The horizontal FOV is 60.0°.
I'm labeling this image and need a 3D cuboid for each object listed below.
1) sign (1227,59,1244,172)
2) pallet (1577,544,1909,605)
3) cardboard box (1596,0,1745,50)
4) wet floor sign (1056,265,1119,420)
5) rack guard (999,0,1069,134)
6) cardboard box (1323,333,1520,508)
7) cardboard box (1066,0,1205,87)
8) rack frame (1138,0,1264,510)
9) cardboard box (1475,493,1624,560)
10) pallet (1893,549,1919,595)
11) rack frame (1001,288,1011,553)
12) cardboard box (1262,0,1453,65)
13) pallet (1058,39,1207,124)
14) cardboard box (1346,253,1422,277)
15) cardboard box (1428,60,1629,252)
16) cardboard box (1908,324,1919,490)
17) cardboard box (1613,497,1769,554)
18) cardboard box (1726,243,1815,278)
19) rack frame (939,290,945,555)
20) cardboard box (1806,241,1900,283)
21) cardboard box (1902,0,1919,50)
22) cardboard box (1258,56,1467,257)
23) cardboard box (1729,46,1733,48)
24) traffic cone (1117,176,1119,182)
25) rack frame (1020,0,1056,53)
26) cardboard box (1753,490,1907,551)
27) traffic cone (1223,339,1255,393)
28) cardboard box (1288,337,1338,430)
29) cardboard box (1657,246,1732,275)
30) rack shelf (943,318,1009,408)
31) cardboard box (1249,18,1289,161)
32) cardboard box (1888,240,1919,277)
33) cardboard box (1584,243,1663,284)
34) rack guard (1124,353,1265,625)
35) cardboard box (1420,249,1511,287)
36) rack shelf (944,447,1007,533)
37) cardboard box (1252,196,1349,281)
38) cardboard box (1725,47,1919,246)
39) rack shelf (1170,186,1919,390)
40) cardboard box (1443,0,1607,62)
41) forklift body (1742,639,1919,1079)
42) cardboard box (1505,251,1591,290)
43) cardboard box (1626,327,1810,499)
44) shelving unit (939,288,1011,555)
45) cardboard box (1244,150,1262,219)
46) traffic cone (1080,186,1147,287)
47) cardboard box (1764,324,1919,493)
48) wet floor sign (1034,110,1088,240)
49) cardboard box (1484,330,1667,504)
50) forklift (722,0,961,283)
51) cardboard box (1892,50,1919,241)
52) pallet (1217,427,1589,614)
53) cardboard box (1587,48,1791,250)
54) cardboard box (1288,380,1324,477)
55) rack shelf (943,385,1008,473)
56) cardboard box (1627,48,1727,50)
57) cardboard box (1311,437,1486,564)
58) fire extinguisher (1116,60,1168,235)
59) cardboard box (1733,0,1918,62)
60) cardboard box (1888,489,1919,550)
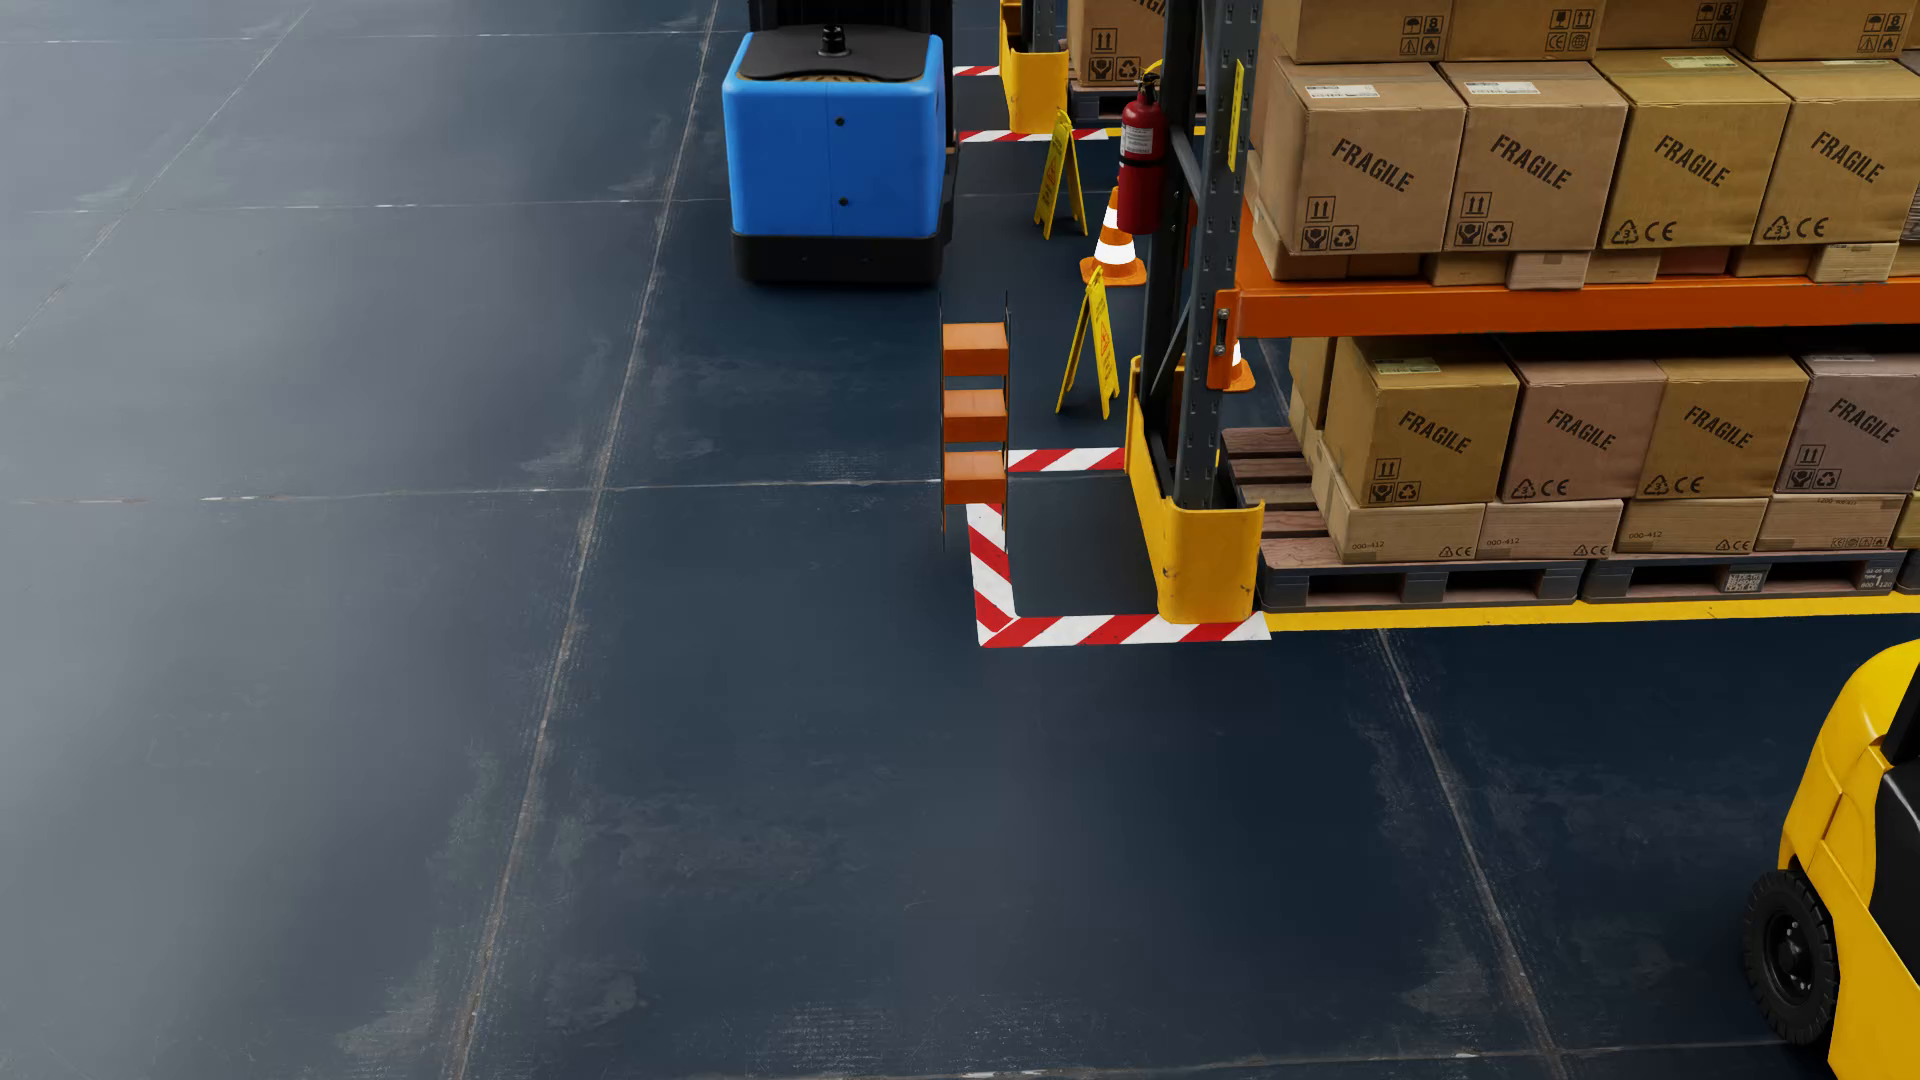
[{"bbox_3d":[0.845,-1.301,5.105,0.005,0.325,0.100,-2,35,-2],"label":"sign"},{"bbox_3d":[2.924,-0.142,6.641,1.213,0.211,1.003,-2,35,-2],"label":"pallet"},{"bbox_3d":[2.330,-2.048,5.716,0.500,0.500,0.700,-2,35,-3],"label":"cardboard box"},{"bbox_3d":[0.579,-0.889,7.338,0.232,0.644,0.267,10,36,14],"label":"wet floor sign"},{"bbox_3d":[0.460,-3.036,10.569,0.348,0.500,1.175,-2,35,-2],"label":"rack guard"},{"bbox_3d":[1.662,-0.470,6.052,0.500,0.500,0.500,-3,35,-4],"label":"cardboard box"},{"bbox_3d":[1.158,-3.420,10.424,0.875,0.875,0.875,-1,35,-2],"label":"cardboard box"},{"bbox_3d":[0.819,-1.254,5.797,0.127,3.000,1.000,-2,35,-2],"label":"rack frame"},{"bbox_3d":[2.148,-0.170,6.278,0.500,0.250,0.500,0,35,-1],"label":"cardboard box"},{"bbox_3d":[4.146,-0.177,6.691,1.213,0.211,1.003,-2,35,-2],"label":"pallet"},{"bbox_3d":[0.175,-0.436,6.329,0.008,1.050,0.200,-2,35,-2],"label":"rack frame"},{"bbox_3d":[1.319,-1.966,5.598,0.500,0.500,0.700,-2,35,-3],"label":"cardboard box"},{"bbox_3d":[1.279,-2.984,10.747,1.213,0.211,1.003,-2,35,-2],"label":"pallet"},{"bbox_3d":[1.420,-1.057,5.733,0.250,0.149,0.380,-1,35,-2],"label":"cardboard box"},{"bbox_3d":[1.823,-1.288,5.497,0.500,0.500,0.500,-1,35,-1],"label":"cardboard box"},{"bbox_3d":[3.729,-0.529,6.137,0.500,0.500,0.500,-1,35,-1],"label":"cardboard box"},{"bbox_3d":[2.693,-0.192,6.309,0.500,0.250,0.500,1,35,1],"label":"cardboard box"},{"bbox_3d":[2.727,-1.056,5.732,0.250,0.149,0.380,-2,35,-3],"label":"cardboard box"},{"bbox_3d":[-0.069,-0.430,6.320,0.008,1.050,0.200,-2,35,-2],"label":"rack frame"},{"bbox_3d":[2.981,-1.030,5.694,0.250,0.149,0.380,-1,35,-2],"label":"cardboard box"},{"bbox_3d":[3.351,-2.048,5.716,0.500,0.500,0.700,-2,35,-3],"label":"cardboard box"},{"bbox_3d":[1.305,-1.272,5.474,0.500,0.500,0.500,-2,35,-3],"label":"cardboard box"},{"bbox_3d":[2.856,-1.614,5.968,0.500,0.500,0.500,-1,35,-2],"label":"cardboard box"},{"bbox_3d":[1.082,-2.229,9.435,0.334,0.463,0.336,-2,35,-2],"label":"traffic cone"},{"bbox_3d":[0.484,-4.065,9.858,0.127,3.000,1.000,-2,35,-2],"label":"rack frame"},{"bbox_3d":[3.197,-0.204,6.327,0.500,0.250,0.500,-1,35,-1],"label":"cardboard box"},{"bbox_3d":[1.188,-0.955,7.595,0.334,0.463,0.336,-2,35,-2],"label":"traffic cone"},{"bbox_3d":[1.607,-0.774,6.492,0.500,0.500,0.500,-1,35,-2],"label":"cardboard box"},{"bbox_3d":[2.462,-1.066,5.746,0.250,0.149,0.380,0,35,-1],"label":"cardboard box"},{"bbox_3d":[0.053,-0.658,6.169,0.240,0.259,0.215,-2,35,-2],"label":"rack shelf"},{"bbox_3d":[1.348,-1.588,5.931,0.500,0.500,0.500,-2,35,-3],"label":"cardboard box"},{"bbox_3d":[3.236,-1.057,5.733,0.250,0.149,0.380,-2,35,-3],"label":"cardboard box"},{"bbox_3d":[2.201,-1.025,5.686,0.250,0.149,0.380,-1,35,-1],"label":"cardboard box"},{"bbox_3d":[0.895,-0.228,6.511,0.348,0.500,1.175,-2,35,-2],"label":"rack guard"},{"bbox_3d":[1.689,-1.018,5.677,0.250,0.149,0.380,-3,35,-4],"label":"cardboard box"},{"bbox_3d":[0.053,-0.196,6.488,0.240,0.259,0.215,-2,35,-2],"label":"rack shelf"},{"bbox_3d":[1.168,-1.042,5.711,0.250,0.149,0.380,-1,35,-2],"label":"cardboard box"},{"bbox_3d":[2.839,-1.321,5.544,0.500,0.500,0.500,-2,35,-3],"label":"cardboard box"},{"bbox_3d":[2.817,-1.012,6.079,4.000,0.370,1.077,-2,35,-2],"label":"rack shelf"},{"bbox_3d":[1.825,-1.975,5.612,0.500,0.500,0.700,-1,35,-2],"label":"cardboard box"},{"bbox_3d":[2.866,0.829,3.534,1.214,2.155,2.313,-2,35,-2],"label":"forklift body"},{"bbox_3d":[1.944,-0.999,5.649,0.250,0.149,0.380,-1,35,-1],"label":"cardboard box"},{"bbox_3d":[2.685,-0.495,6.089,0.500,0.500,0.500,-1,35,-1],"label":"cardboard box"},{"bbox_3d":[0.053,-0.433,6.324,0.252,1.050,0.215,-2,35,-2],"label":"shelving unit"},{"bbox_3d":[1.183,-1.282,6.058,0.250,0.149,0.380,0,35,-1],"label":"cardboard box"},{"bbox_3d":[0.796,-1.577,8.493,0.334,0.463,0.336,-2,35,-2],"label":"traffic cone"},{"bbox_3d":[3.219,-0.514,6.116,0.500,0.500,0.500,0,35,0],"label":"cardboard box"},{"bbox_3d":[0.549,-1.970,8.901,0.232,0.644,0.267,-7,35,-10],"label":"wet floor sign"},{"bbox_3d":[2.184,-0.486,6.076,0.500,0.500,0.500,-3,35,-4],"label":"cardboard box"},{"bbox_3d":[-0.570,-3.310,8.829,1.130,2.935,3.031,1,35,2],"label":"forklift"},{"bbox_3d":[3.351,-1.337,5.568,0.500,0.500,0.500,-1,35,-1],"label":"cardboard box"},{"bbox_3d":[1.708,-0.111,6.596,1.213,0.211,1.003,-2,35,-2],"label":"pallet"},{"bbox_3d":[2.332,-1.302,5.518,0.500,0.500,0.500,-2,35,-3],"label":"cardboard box"},{"bbox_3d":[1.638,-0.471,6.713,0.500,0.250,0.500,-2,35,-2],"label":"cardboard box"},{"bbox_3d":[0.053,-0.424,6.330,0.240,0.259,0.215,-2,35,-2],"label":"rack shelf"},{"bbox_3d":[2.349,-1.611,5.963,0.500,0.500,0.500,-2,35,-2],"label":"cardboard box"},{"bbox_3d":[1.638,-0.160,6.264,0.500,0.250,0.500,-2,35,-3],"label":"cardboard box"},{"bbox_3d":[0.683,-1.481,6.193,0.183,0.674,0.296,-2,35,-2],"label":"fire extinguisher"},{"bbox_3d":[2.834,-1.982,5.621,0.500,0.500,0.700,-2,35,-3],"label":"cardboard box"},{"bbox_3d":[3.705,-0.215,6.343,0.500,0.250,0.500,-2,35,-3],"label":"cardboard box"}]
